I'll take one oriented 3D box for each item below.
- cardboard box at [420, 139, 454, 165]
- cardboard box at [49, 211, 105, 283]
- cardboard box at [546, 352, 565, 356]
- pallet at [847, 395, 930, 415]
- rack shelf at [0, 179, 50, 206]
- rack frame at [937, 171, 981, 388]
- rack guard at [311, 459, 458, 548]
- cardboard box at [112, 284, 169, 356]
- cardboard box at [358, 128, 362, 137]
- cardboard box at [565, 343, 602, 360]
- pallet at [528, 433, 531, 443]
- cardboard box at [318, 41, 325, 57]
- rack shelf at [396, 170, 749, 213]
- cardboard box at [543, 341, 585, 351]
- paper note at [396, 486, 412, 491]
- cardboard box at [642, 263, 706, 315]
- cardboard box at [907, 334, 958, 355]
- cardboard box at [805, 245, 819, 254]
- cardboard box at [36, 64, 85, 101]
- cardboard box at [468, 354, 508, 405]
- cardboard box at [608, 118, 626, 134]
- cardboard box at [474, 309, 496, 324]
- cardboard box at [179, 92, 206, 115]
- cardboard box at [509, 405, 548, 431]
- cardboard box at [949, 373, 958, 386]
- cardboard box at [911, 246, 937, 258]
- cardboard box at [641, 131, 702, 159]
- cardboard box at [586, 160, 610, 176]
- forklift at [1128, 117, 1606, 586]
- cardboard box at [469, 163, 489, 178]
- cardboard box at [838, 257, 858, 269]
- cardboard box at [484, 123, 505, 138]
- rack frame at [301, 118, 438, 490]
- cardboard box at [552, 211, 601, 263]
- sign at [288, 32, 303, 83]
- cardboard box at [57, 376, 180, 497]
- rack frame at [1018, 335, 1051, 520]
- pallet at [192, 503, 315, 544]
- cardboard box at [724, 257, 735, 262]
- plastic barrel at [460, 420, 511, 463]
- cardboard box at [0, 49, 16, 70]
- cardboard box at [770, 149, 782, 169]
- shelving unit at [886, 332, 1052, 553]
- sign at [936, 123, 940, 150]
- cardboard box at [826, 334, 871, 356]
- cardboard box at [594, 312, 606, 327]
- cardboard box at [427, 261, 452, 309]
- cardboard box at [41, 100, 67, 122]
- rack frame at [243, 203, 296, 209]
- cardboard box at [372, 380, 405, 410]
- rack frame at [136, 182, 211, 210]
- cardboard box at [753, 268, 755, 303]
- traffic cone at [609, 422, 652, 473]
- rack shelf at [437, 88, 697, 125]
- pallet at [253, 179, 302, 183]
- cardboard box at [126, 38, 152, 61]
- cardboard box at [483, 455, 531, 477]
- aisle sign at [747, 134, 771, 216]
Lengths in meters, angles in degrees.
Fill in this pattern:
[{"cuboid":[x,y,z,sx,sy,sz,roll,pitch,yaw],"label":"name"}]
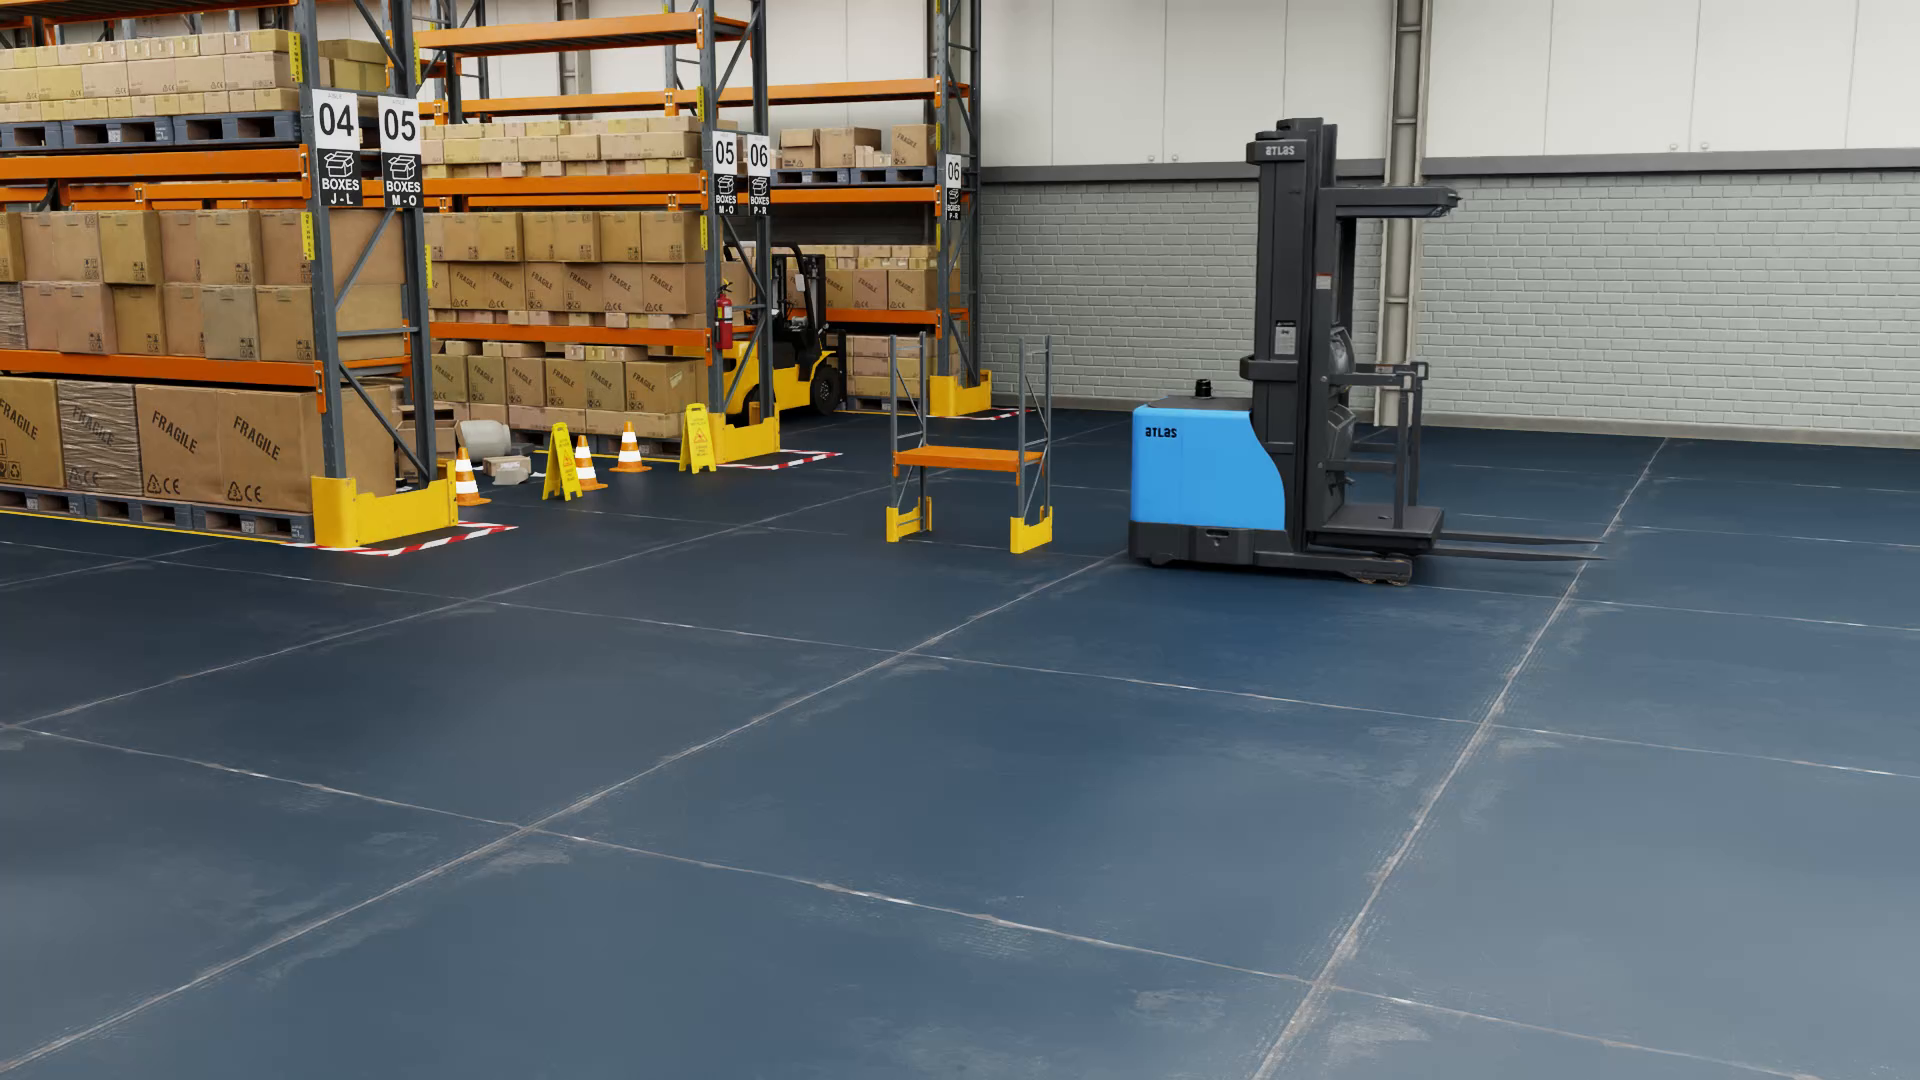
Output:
[{"cuboid":[-5.515,-4.106,17.656,0.500,0.250,0.500,5,11,25],"label":"cardboard box"},{"cuboid":[-6.604,-2.318,13.163,0.550,0.550,0.875,5,11,26],"label":"cardboard box"},{"cuboid":[-4.224,-1.774,18.048,0.500,0.500,0.500,6,12,29],"label":"cardboard box"},{"cuboid":[-0.713,-1.795,21.554,1.213,0.211,1.003,5,11,26],"label":"pallet"},{"cuboid":[-9.682,-3.117,14.625,4.000,0.370,1.077,5,11,26],"label":"rack shelf"},{"cuboid":[-0.008,-3.113,21.010,0.127,3.000,1.000,5,11,26],"label":"rack frame"},{"cuboid":[-4.280,-0.290,12.428,0.348,0.500,1.175,5,11,26],"label":"rack guard"},{"cuboid":[-6.097,-1.757,13.093,0.500,0.550,0.875,5,11,26],"label":"cardboard box"},{"cuboid":[-6.365,-4.516,18.174,0.500,0.250,0.500,5,12,27],"label":"cardboard box"},{"cuboid":[-3.854,-1.943,17.158,0.250,0.149,0.380,6,12,28],"label":"cardboard box"},{"cuboid":[-5.171,-1.216,18.356,1.213,0.211,1.003,5,11,26],"label":"pallet"},{"cuboid":[-4.684,-3.619,12.390,0.250,0.149,0.380,5,11,26],"label":"cardboard box"},{"cuboid":[-3.995,-3.600,17.295,4.000,0.370,1.077,5,11,26],"label":"rack shelf"},{"cuboid":[-5.436,-2.627,23.813,0.625,0.625,0.875,5,11,23],"label":"cardboard box"},{"cuboid":[-4.919,-0.451,14.643,0.144,0.017,0.142,-10,14,-43],"label":"paper note"},{"cuboid":[-2.810,-2.515,16.585,0.500,0.500,0.500,5,11,25],"label":"cardboard box"},{"cuboid":[-0.356,-2.527,21.504,0.500,0.250,0.500,5,11,25],"label":"cardboard box"},{"cuboid":[-1.801,-3.743,21.549,0.250,0.149,0.380,5,11,27],"label":"cardboard box"},{"cuboid":[-6.668,-3.479,12.733,0.500,0.250,0.500,5,11,25],"label":"cardboard box"},{"cuboid":[-4.894,-1.728,17.792,0.500,0.500,0.500,6,12,28],"label":"cardboard box"},{"cuboid":[-3.291,-4.116,16.596,0.250,0.149,0.380,5,11,26],"label":"cardboard box"},{"cuboid":[-4.940,-2.383,17.680,0.250,0.149,0.380,5,12,28],"label":"cardboard box"},{"cuboid":[-5.432,-3.162,12.102,0.250,0.149,0.380,5,11,26],"label":"cardboard box"},{"cuboid":[-4.418,-1.318,17.630,0.500,0.250,0.500,5,11,25],"label":"cardboard box"},{"cuboid":[-0.362,-2.037,21.603,0.500,0.250,0.500,5,11,26],"label":"cardboard box"},{"cuboid":[-0.423,-3.623,20.886,0.250,0.149,0.380,5,11,26],"label":"cardboard box"},{"cuboid":[-2.780,-3.866,16.332,0.500,0.250,0.500,5,11,25],"label":"cardboard box"},{"cuboid":[-3.548,-3.740,16.752,0.250,0.149,0.380,5,11,25],"label":"cardboard box"},{"cuboid":[2.712,-1.257,10.943,3.031,2.935,1.130,4,11,20],"label":"forklift"},{"cuboid":[-4.929,-3.867,17.455,0.250,0.149,0.380,5,12,28],"label":"cardboard box"},{"cuboid":[-1.369,-3.545,21.291,0.250,0.149,0.380,5,11,24],"label":"cardboard box"},{"cuboid":[-4.703,-4.229,17.217,0.250,0.149,0.380,5,11,24],"label":"cardboard box"},{"cuboid":[-4.301,-1.522,12.216,0.127,3.000,1.000,5,11,26],"label":"rack frame"},{"cuboid":[-3.710,-3.078,16.891,0.500,0.500,0.700,5,11,25],"label":"cardboard box"},{"cuboid":[-4.554,-3.309,11.404,0.005,0.325,0.100,5,11,26],"label":"sign"},{"cuboid":[-6.545,-0.867,13.384,0.875,0.875,0.875,5,11,26],"label":"cardboard box"},{"cuboid":[0.532,-0.691,11.838,0.032,1.500,0.500,5,11,26],"label":"rack frame"},{"cuboid":[-5.053,-0.200,12.743,1.213,0.211,1.003,5,11,26],"label":"pallet"},{"cuboid":[-2.947,-3.694,22.113,0.250,0.149,0.380,5,11,26],"label":"cardboard box"},{"cuboid":[-4.724,-0.973,16.420,0.512,0.421,0.421,-4,11,-23],"label":"plastic barrel"},{"cuboid":[-7.256,-3.715,12.916,0.250,0.149,0.380,5,11,25],"label":"cardboard box"},{"cuboid":[-2.399,-4.929,21.535,0.258,0.266,0.396,5,11,24],"label":"cardboard box"},{"cuboid":[0.068,-0.732,12.063,1.083,1.500,0.587,5,11,26],"label":"shelving unit"},{"cuboid":[-0.261,-4.900,20.198,0.005,0.325,0.100,5,11,26],"label":"sign"},{"cuboid":[-1.477,-2.523,21.481,0.500,0.250,0.500,5,11,27],"label":"cardboard box"},{"cuboid":[-3.540,-2.276,17.088,0.250,0.149,0.380,5,11,27],"label":"cardboard box"},{"cuboid":[-5.517,-2.752,17.896,0.500,0.500,0.500,5,11,26],"label":"cardboard box"},{"cuboid":[-6.799,-3.282,12.766,0.250,0.149,0.380,5,11,25],"label":"cardboard box"},{"cuboid":[-10.770,-4.059,26.234,0.127,3.000,1.000,5,11,26],"label":"rack frame"},{"cuboid":[-6.260,-1.590,18.792,0.625,0.372,0.950,5,11,27],"label":"cardboard box"},{"cuboid":[-9.376,-2.951,20.111,0.127,3.000,1.000,5,11,26],"label":"rack frame"},{"cuboid":[-2.384,-3.323,21.887,0.500,0.500,0.500,5,11,25],"label":"cardboard box"},{"cuboid":[-3.158,-0.900,15.902,0.334,0.463,0.336,5,11,26],"label":"traffic cone"},{"cuboid":[-5.389,-5.987,23.187,4.000,0.370,1.077,5,11,26],"label":"rack shelf"},{"cuboid":[-7.227,-4.166,18.931,1.003,0.211,1.213,5,11,26],"label":"pallet"},{"cuboid":[-5.893,-3.595,12.255,0.250,0.149,0.380,5,11,25],"label":"cardboard box"},{"cuboid":[-4.270,-0.698,15.669,0.380,0.149,0.250,-7,12,-33],"label":"cardboard box"},{"cuboid":[-2.009,-3.644,16.643,0.004,0.787,0.394,5,11,26],"label":"aisle sign"}]
